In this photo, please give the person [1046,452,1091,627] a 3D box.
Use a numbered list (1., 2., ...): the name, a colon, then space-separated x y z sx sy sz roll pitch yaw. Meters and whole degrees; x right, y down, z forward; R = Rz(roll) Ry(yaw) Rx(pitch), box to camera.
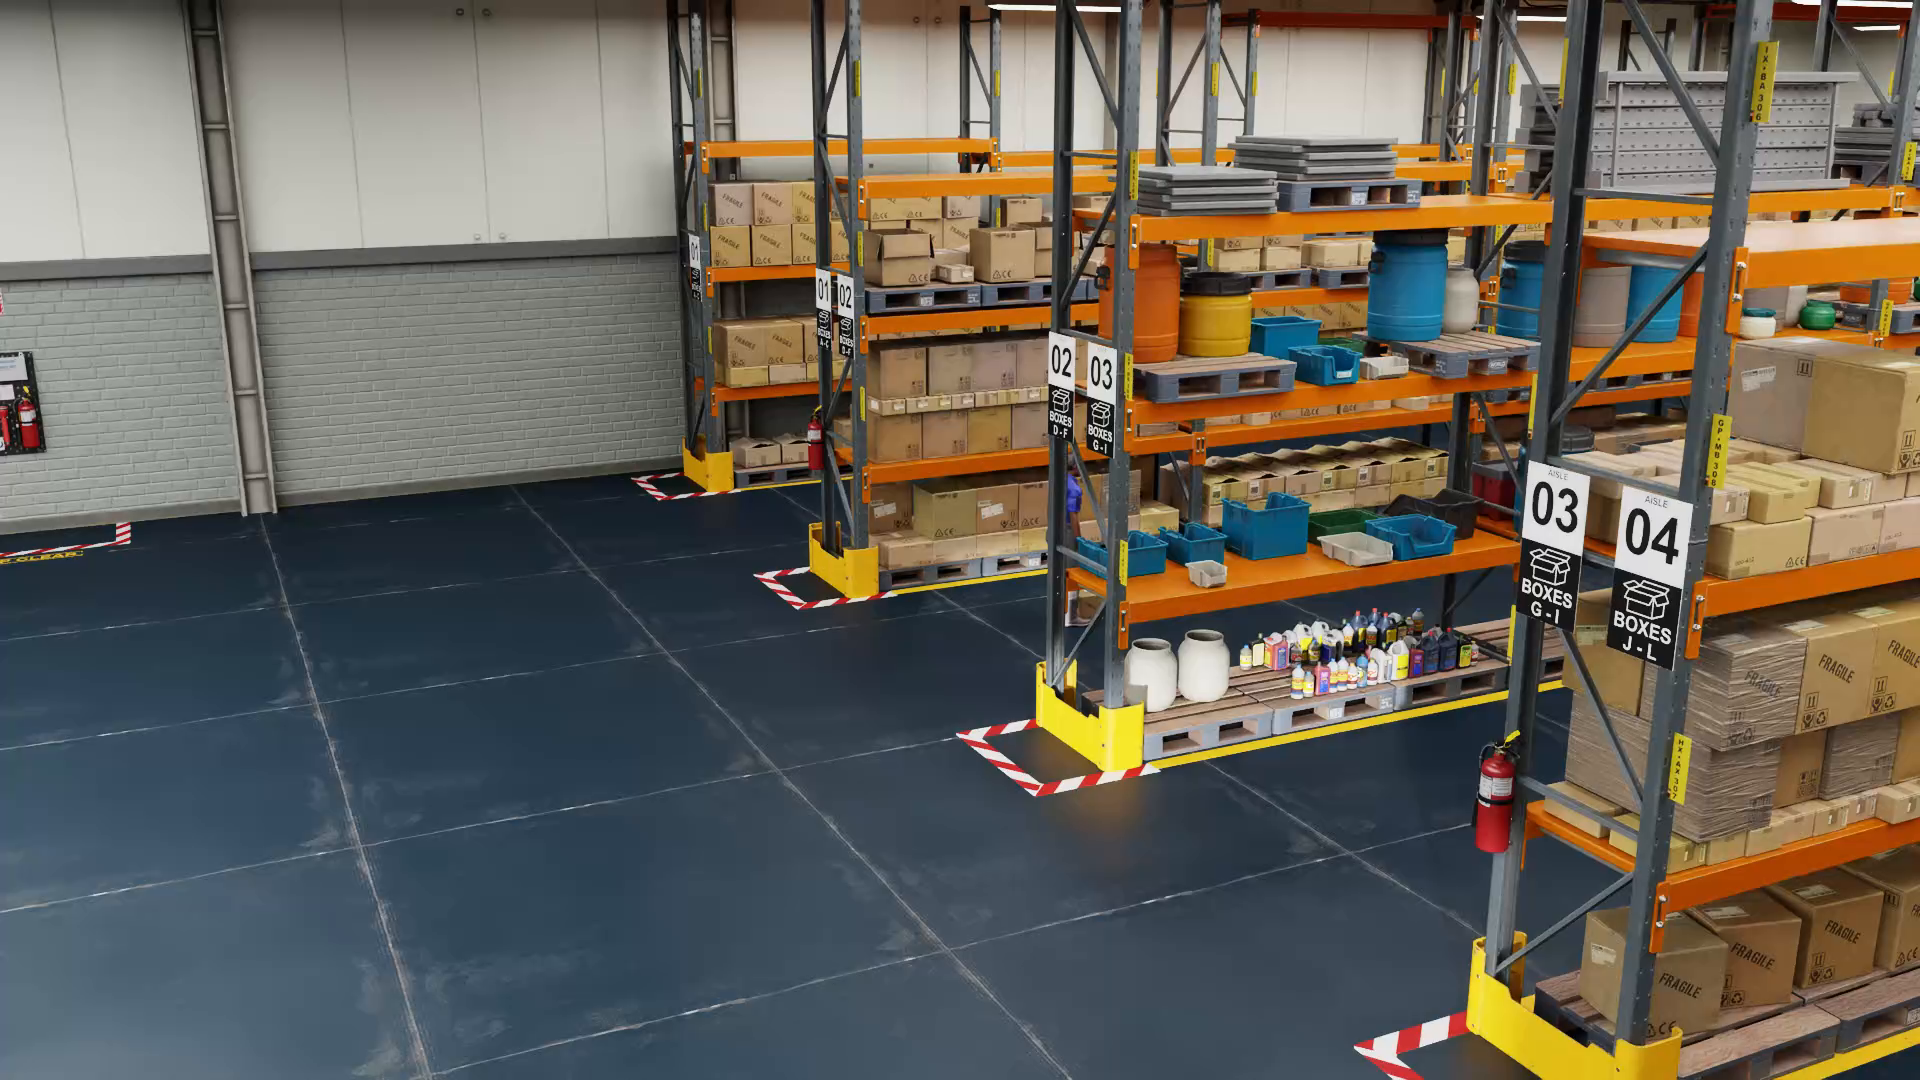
1. person: 1.020 -0.020 15.846 0.353 1.654 0.517 -8 17 -26
